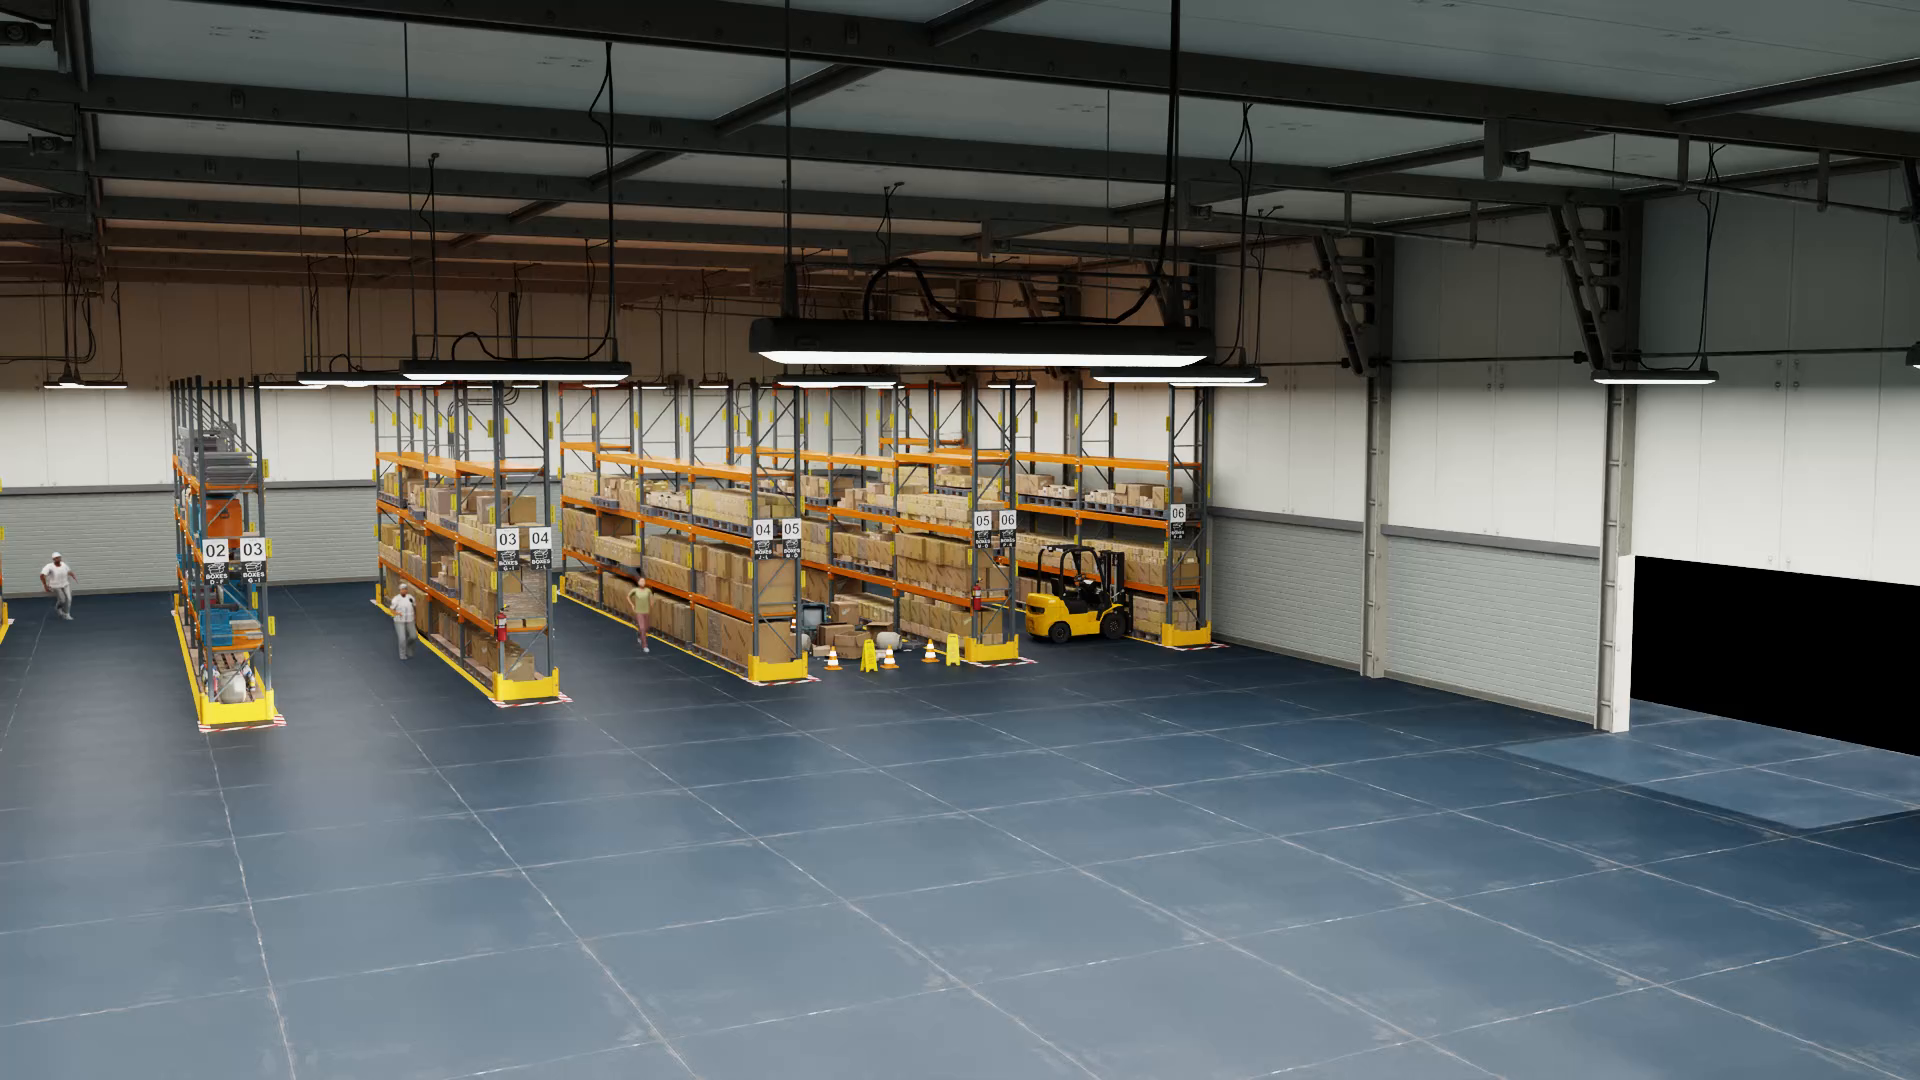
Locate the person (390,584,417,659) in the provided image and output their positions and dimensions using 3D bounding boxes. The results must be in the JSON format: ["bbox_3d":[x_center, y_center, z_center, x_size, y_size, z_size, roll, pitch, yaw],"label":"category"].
[{"bbox_3d":[-11.845,1.755,35.535,0.593,1.611,0.546,-3,6,-32],"label":"person"}]

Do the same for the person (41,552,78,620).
[{"bbox_3d":[-22.691,1.165,41.830,0.611,1.730,0.816,3,6,32],"label":"person"}]

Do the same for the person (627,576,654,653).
[{"bbox_3d":[-7.068,1.628,36.893,0.579,1.667,0.867,-3,6,-28],"label":"person"}]
